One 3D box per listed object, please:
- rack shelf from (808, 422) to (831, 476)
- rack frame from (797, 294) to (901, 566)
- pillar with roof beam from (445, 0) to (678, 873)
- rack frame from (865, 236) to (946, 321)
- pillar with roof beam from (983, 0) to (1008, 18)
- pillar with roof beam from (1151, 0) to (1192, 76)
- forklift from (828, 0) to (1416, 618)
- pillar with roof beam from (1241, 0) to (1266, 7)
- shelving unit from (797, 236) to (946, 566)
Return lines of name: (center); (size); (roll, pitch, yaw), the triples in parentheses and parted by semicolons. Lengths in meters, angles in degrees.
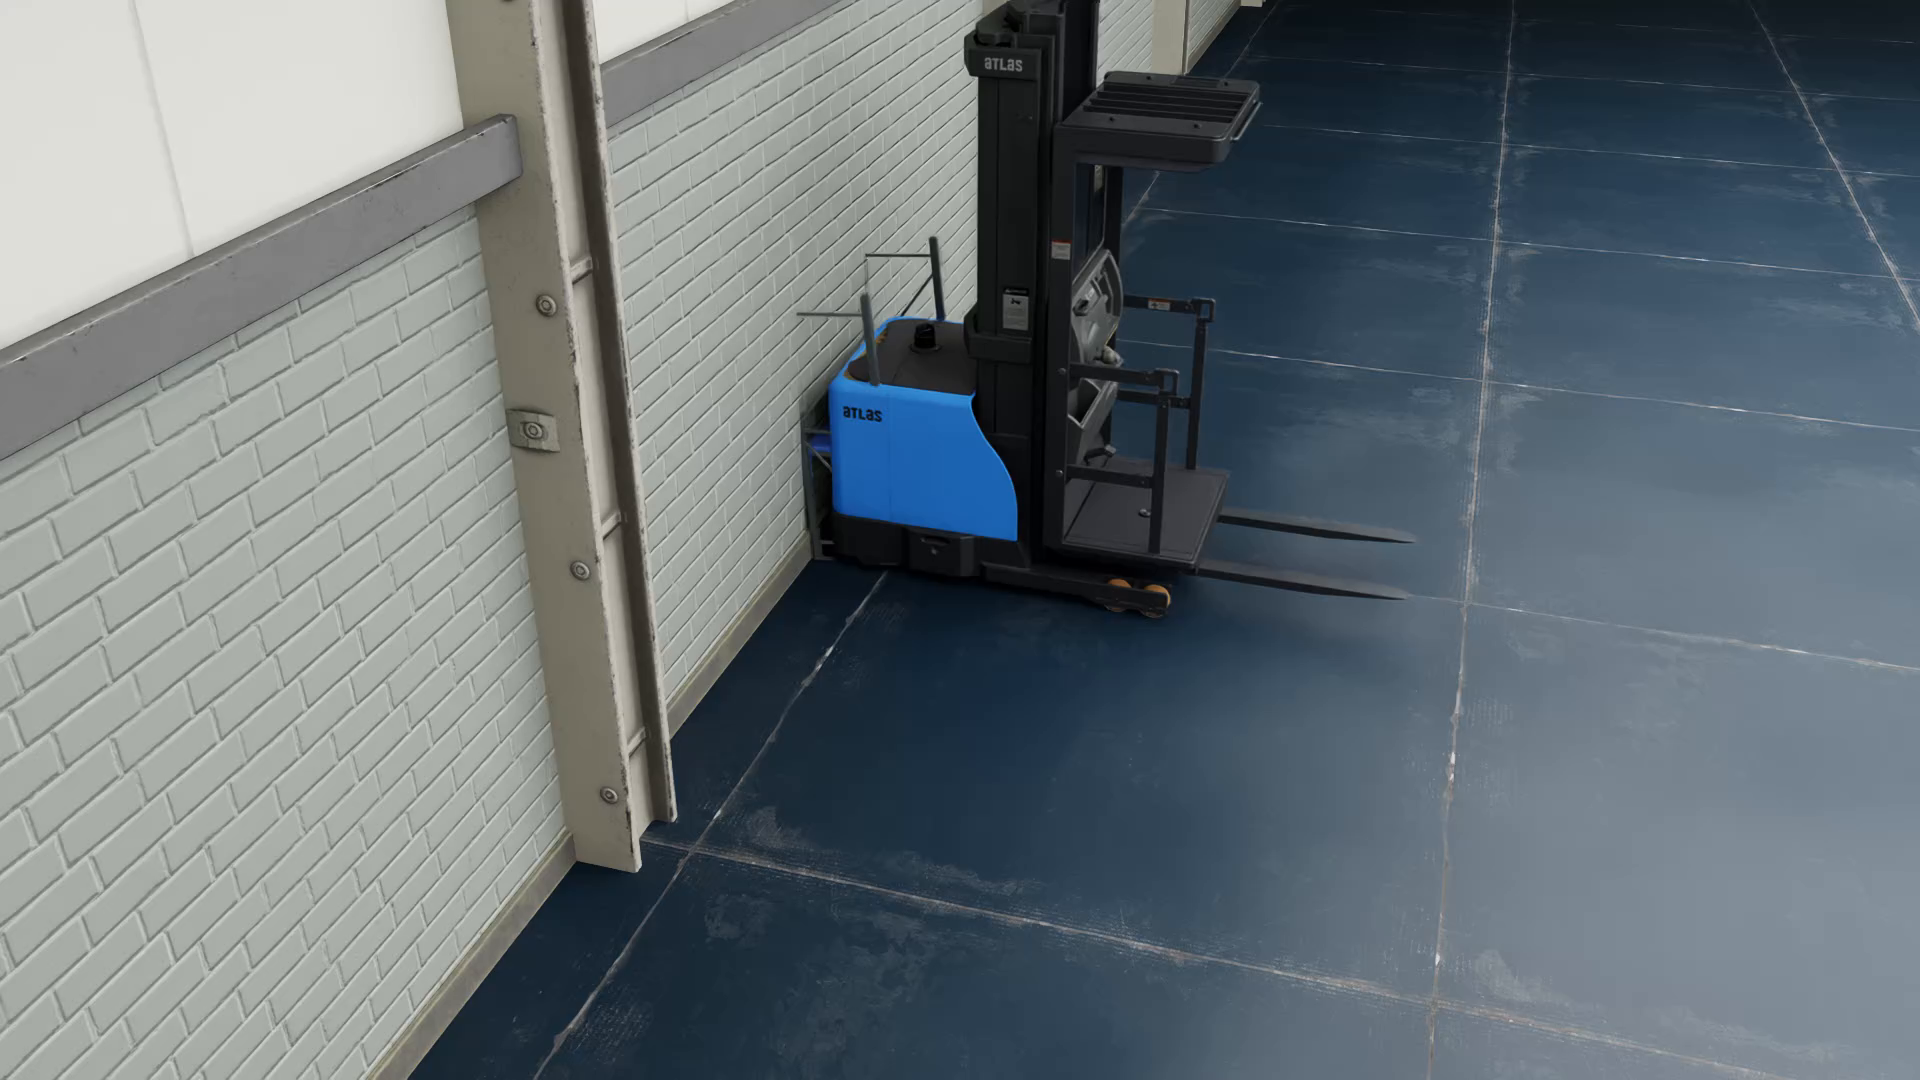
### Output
rack shelf: (-0.441, -0.617, 9.165); (0.538, 0.185, 1.000); (4, 27, 19)
rack frame: (-0.620, -0.557, 8.661); (0.500, 1.500, 0.032); (4, 27, 19)
pillar with roof beam: (2.701, -2.070, 3.714); (9.100, 9.000, 0.400); (8, 30, 15)
rack frame: (-0.294, -1.001, 9.515); (0.500, 1.500, 0.032); (4, 27, 19)
pillar with roof beam: (4.463, -4.858, 8.726); (9.100, 9.000, 0.400); (8, 30, 15)
pillar with roof beam: (6.224, -7.646, 13.739); (9.100, 9.000, 0.400); (8, 30, 15)
forklift: (0.879, -1.172, 8.342); (3.031, 2.935, 1.130); (9, 30, 15)
pillar with roof beam: (7.985, -10.435, 18.751); (9.100, 9.000, 0.400); (8, 30, 15)
shelving unit: (-0.457, -0.779, 9.088); (0.538, 1.500, 1.048); (4, 27, 19)
